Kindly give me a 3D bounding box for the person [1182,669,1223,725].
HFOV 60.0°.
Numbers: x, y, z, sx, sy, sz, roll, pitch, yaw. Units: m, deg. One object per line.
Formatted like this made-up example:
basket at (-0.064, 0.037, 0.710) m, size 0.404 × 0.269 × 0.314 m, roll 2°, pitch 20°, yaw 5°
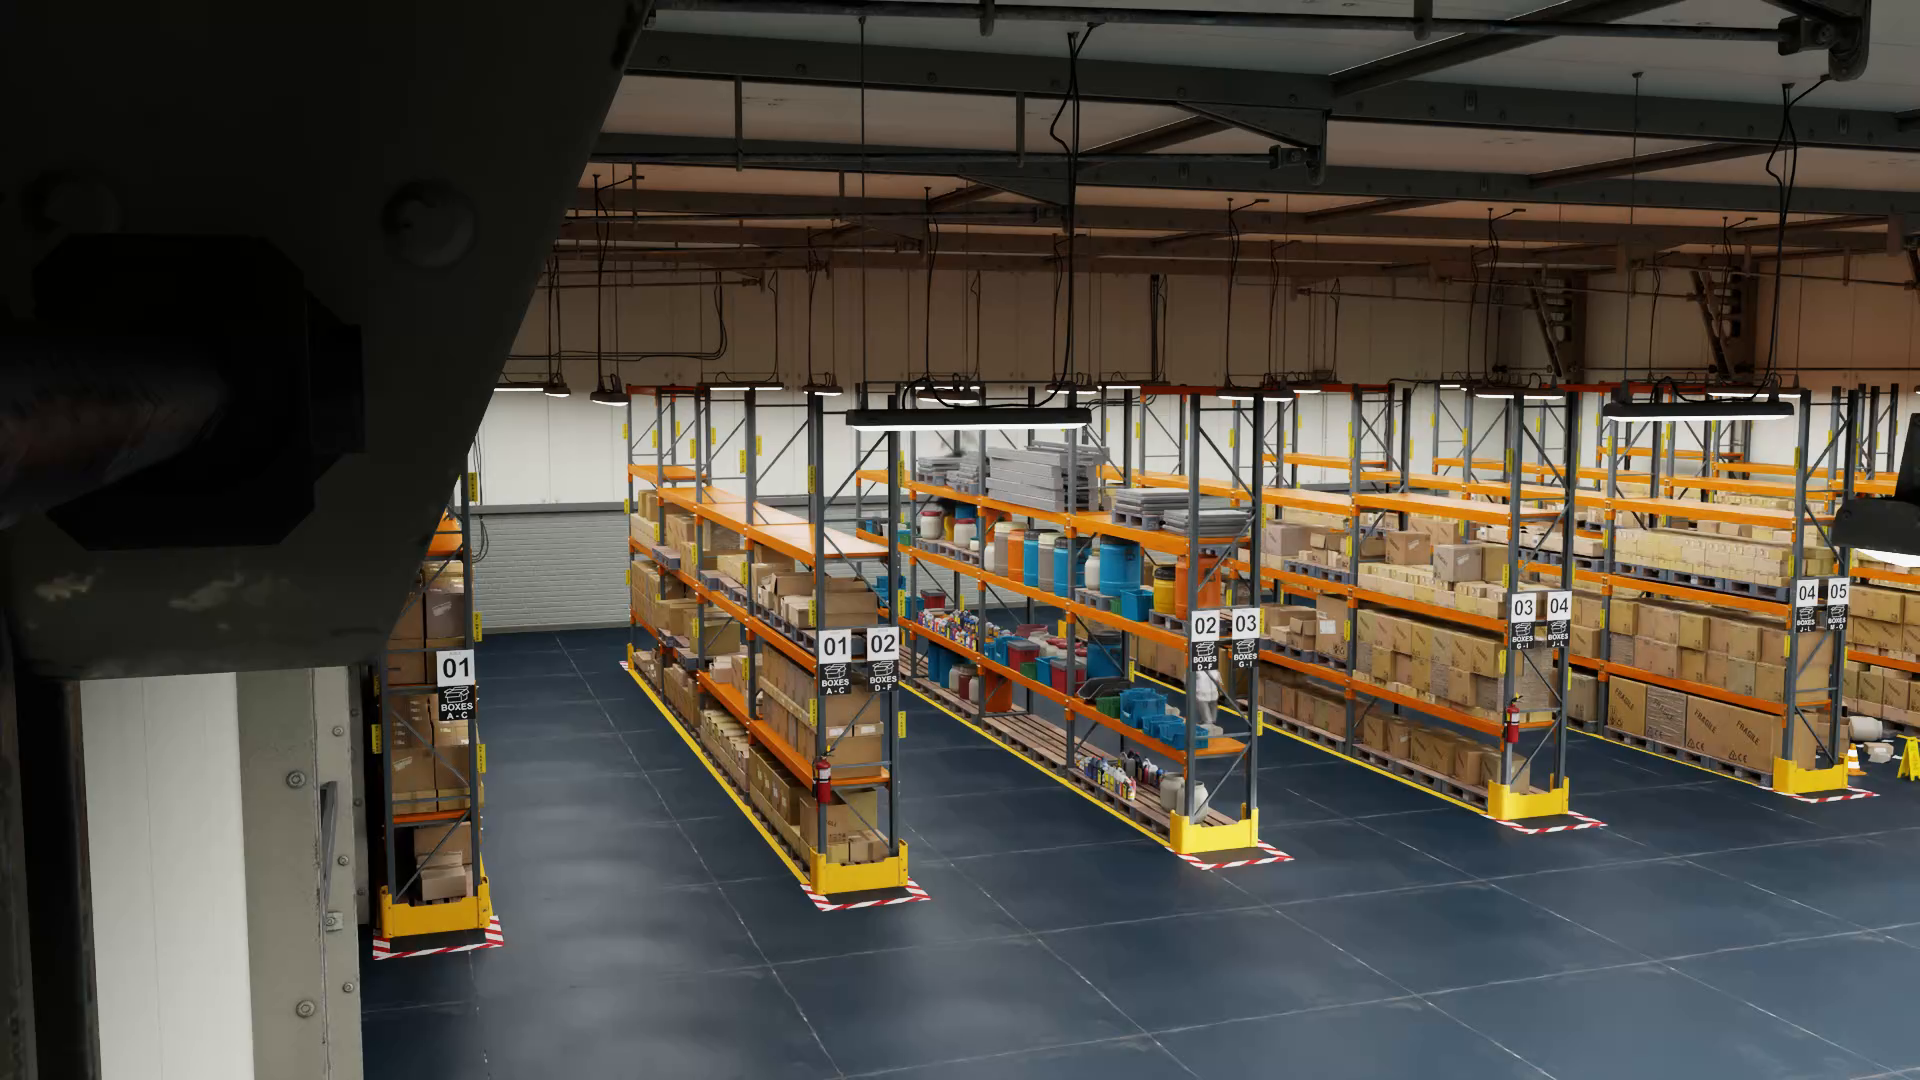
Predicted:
person at (4.043, 2.621, 27.450) m, size 0.668 × 1.750 × 0.912 m, roll -3°, pitch 7°, yaw -27°
